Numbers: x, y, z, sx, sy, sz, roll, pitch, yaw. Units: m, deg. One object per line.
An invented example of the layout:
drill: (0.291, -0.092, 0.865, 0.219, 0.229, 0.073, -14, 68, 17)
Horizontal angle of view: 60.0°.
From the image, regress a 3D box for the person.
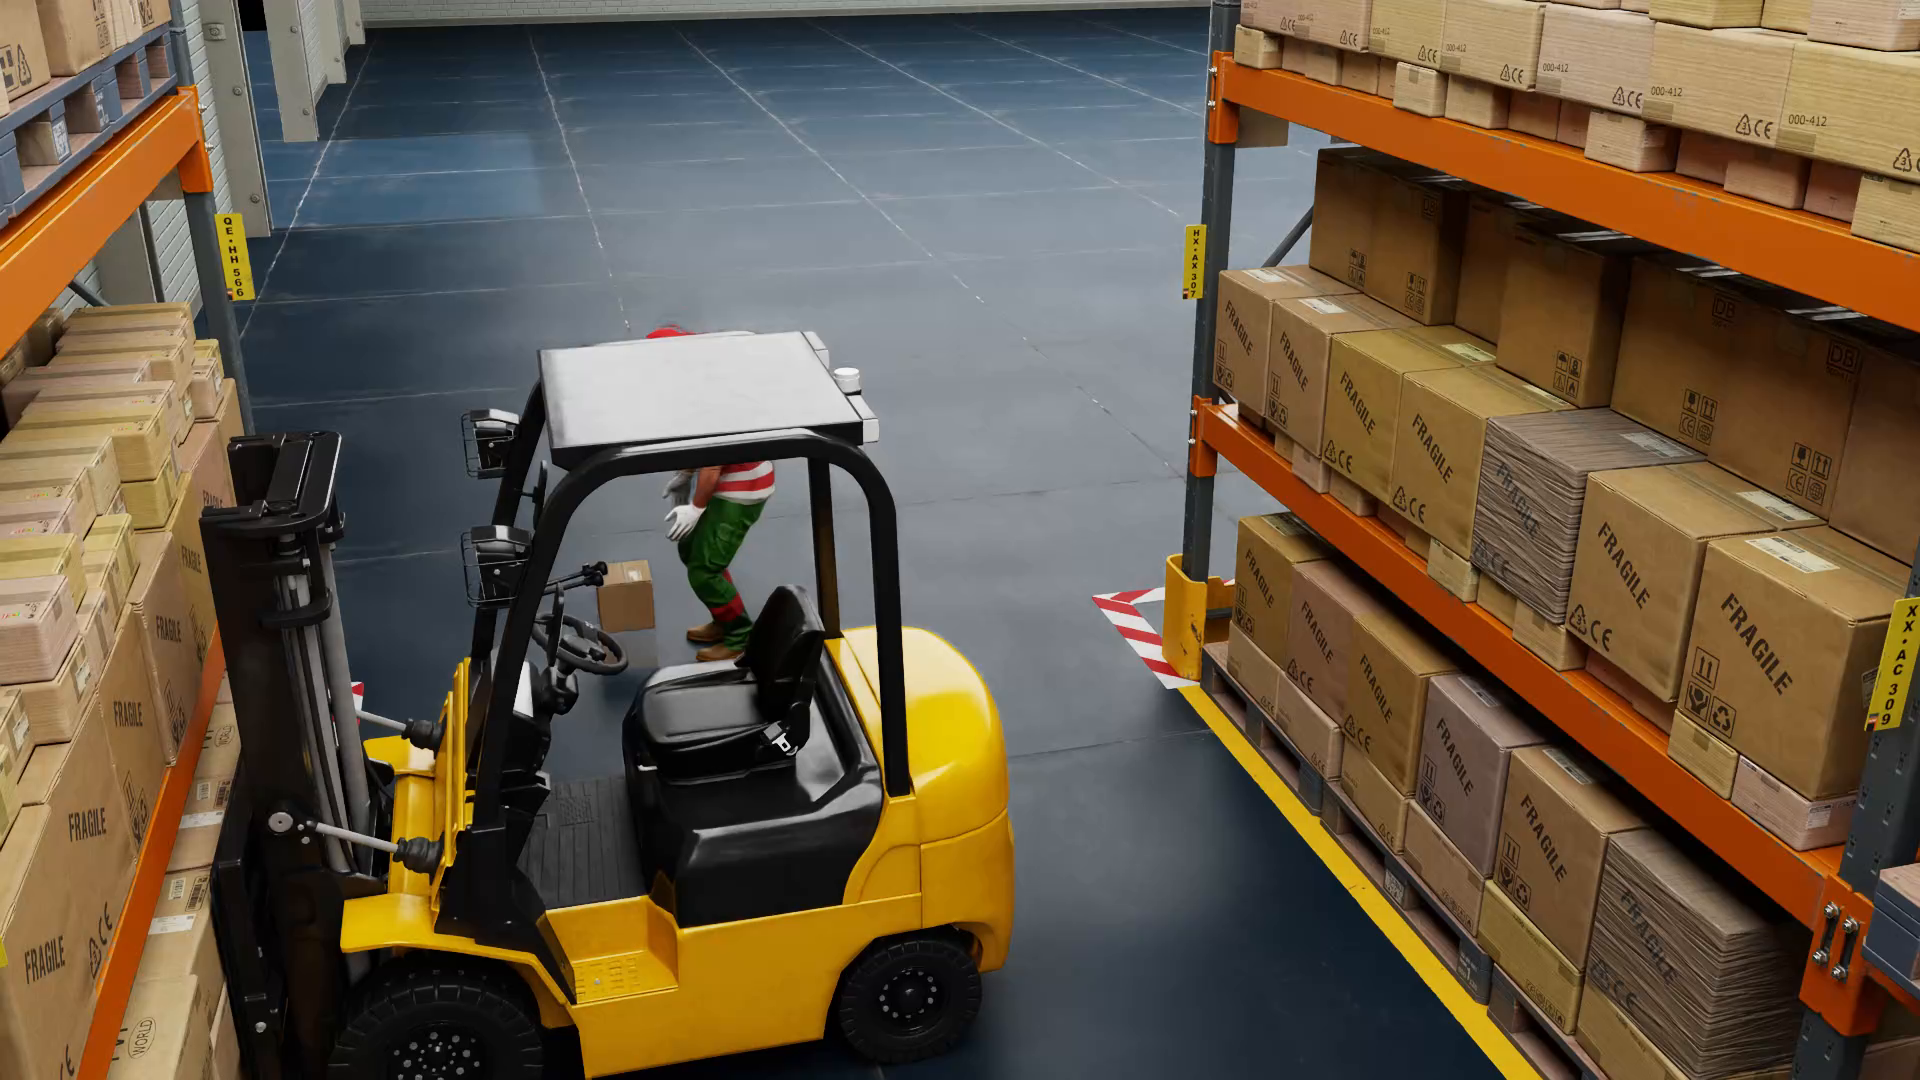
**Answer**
person: (-1.167, -0.210, 7.778, 0.602, 1.627, 0.568, -6, 23, -14)
